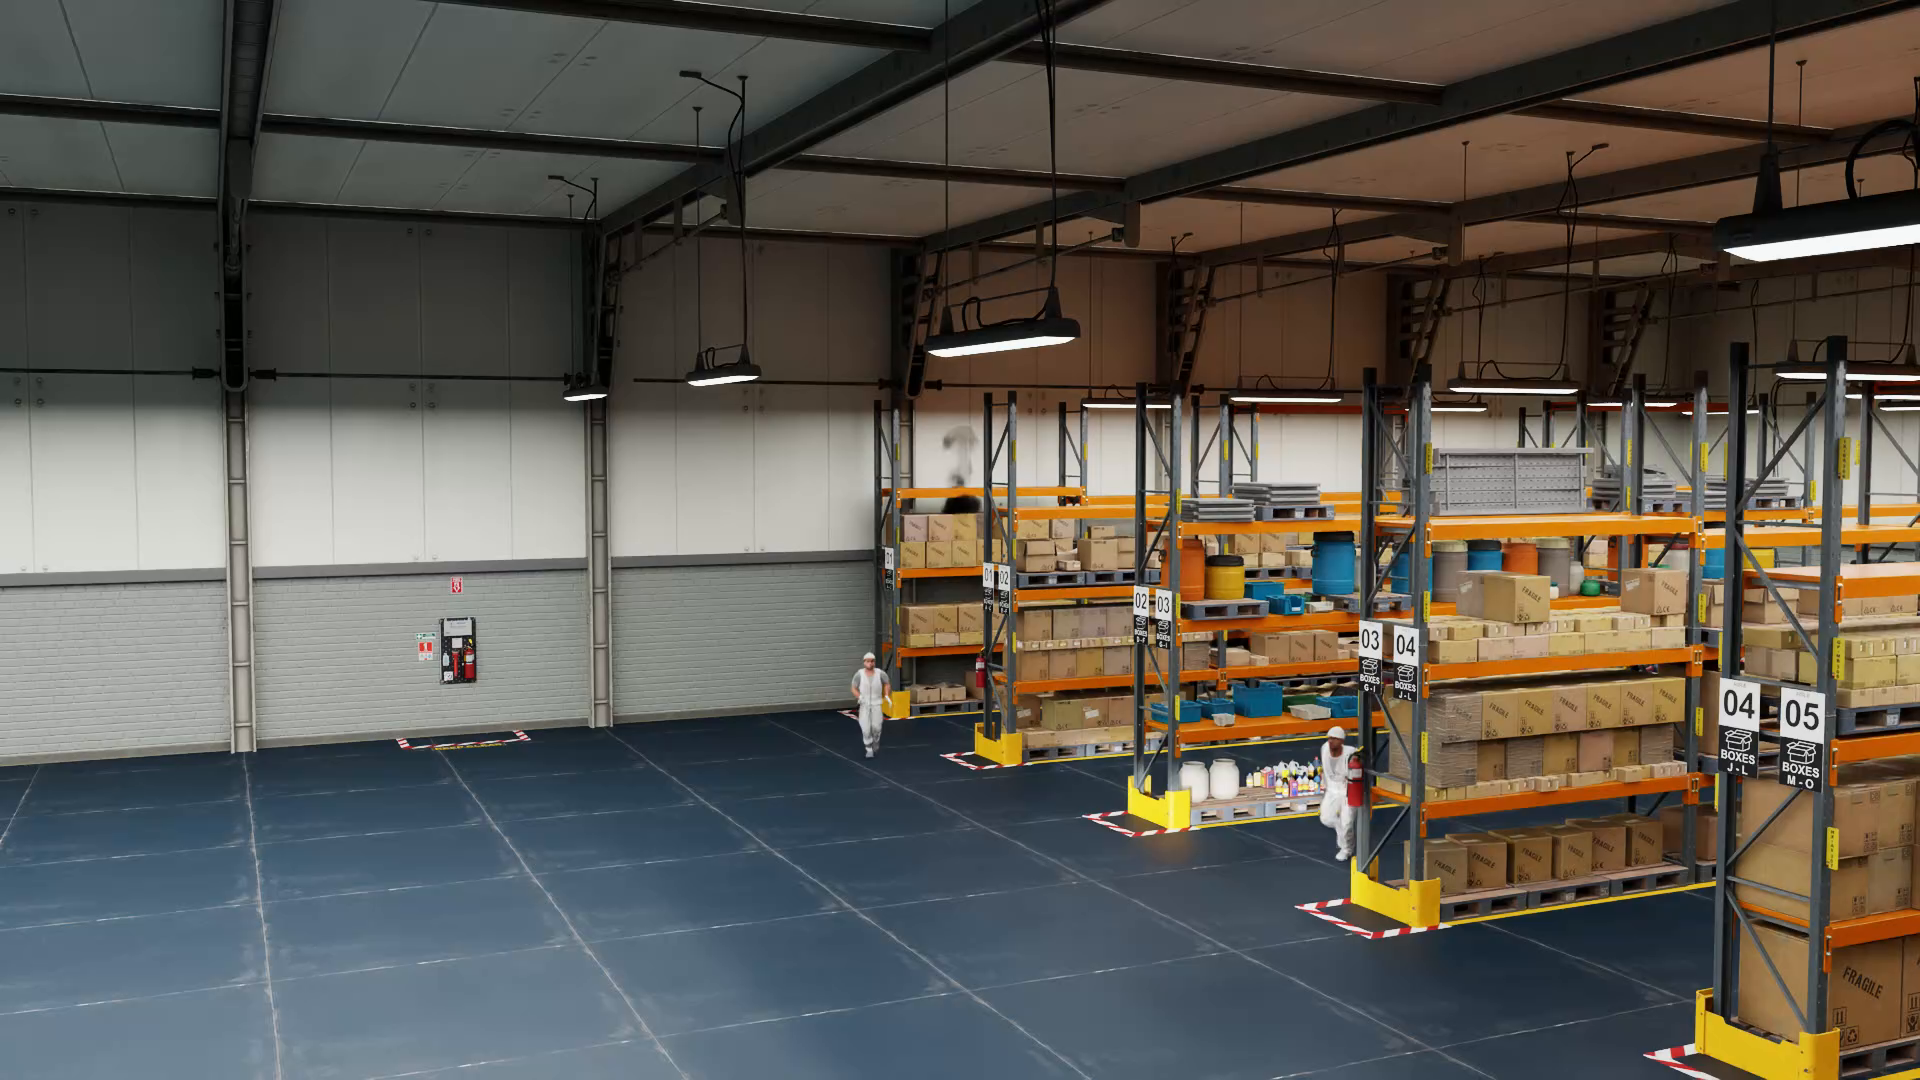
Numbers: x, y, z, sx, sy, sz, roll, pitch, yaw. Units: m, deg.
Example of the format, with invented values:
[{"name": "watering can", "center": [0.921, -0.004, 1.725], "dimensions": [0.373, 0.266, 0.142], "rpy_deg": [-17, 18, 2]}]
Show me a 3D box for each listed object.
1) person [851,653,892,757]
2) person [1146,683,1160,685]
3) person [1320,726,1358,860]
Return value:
[{"name": "person", "center": [-1.449, 2.704, 27.242], "dimensions": [0.661, 1.735, 0.557], "rpy_deg": [0, 3, -4]}, {"name": "person", "center": [3.571, 2.565, 30.604], "dimensions": [0.548, 1.658, 0.612], "rpy_deg": [-1, 4, -20]}, {"name": "person", "center": [4.653, 3.122, 20.474], "dimensions": [0.667, 1.697, 0.743], "rpy_deg": [3, 4, 37]}]
